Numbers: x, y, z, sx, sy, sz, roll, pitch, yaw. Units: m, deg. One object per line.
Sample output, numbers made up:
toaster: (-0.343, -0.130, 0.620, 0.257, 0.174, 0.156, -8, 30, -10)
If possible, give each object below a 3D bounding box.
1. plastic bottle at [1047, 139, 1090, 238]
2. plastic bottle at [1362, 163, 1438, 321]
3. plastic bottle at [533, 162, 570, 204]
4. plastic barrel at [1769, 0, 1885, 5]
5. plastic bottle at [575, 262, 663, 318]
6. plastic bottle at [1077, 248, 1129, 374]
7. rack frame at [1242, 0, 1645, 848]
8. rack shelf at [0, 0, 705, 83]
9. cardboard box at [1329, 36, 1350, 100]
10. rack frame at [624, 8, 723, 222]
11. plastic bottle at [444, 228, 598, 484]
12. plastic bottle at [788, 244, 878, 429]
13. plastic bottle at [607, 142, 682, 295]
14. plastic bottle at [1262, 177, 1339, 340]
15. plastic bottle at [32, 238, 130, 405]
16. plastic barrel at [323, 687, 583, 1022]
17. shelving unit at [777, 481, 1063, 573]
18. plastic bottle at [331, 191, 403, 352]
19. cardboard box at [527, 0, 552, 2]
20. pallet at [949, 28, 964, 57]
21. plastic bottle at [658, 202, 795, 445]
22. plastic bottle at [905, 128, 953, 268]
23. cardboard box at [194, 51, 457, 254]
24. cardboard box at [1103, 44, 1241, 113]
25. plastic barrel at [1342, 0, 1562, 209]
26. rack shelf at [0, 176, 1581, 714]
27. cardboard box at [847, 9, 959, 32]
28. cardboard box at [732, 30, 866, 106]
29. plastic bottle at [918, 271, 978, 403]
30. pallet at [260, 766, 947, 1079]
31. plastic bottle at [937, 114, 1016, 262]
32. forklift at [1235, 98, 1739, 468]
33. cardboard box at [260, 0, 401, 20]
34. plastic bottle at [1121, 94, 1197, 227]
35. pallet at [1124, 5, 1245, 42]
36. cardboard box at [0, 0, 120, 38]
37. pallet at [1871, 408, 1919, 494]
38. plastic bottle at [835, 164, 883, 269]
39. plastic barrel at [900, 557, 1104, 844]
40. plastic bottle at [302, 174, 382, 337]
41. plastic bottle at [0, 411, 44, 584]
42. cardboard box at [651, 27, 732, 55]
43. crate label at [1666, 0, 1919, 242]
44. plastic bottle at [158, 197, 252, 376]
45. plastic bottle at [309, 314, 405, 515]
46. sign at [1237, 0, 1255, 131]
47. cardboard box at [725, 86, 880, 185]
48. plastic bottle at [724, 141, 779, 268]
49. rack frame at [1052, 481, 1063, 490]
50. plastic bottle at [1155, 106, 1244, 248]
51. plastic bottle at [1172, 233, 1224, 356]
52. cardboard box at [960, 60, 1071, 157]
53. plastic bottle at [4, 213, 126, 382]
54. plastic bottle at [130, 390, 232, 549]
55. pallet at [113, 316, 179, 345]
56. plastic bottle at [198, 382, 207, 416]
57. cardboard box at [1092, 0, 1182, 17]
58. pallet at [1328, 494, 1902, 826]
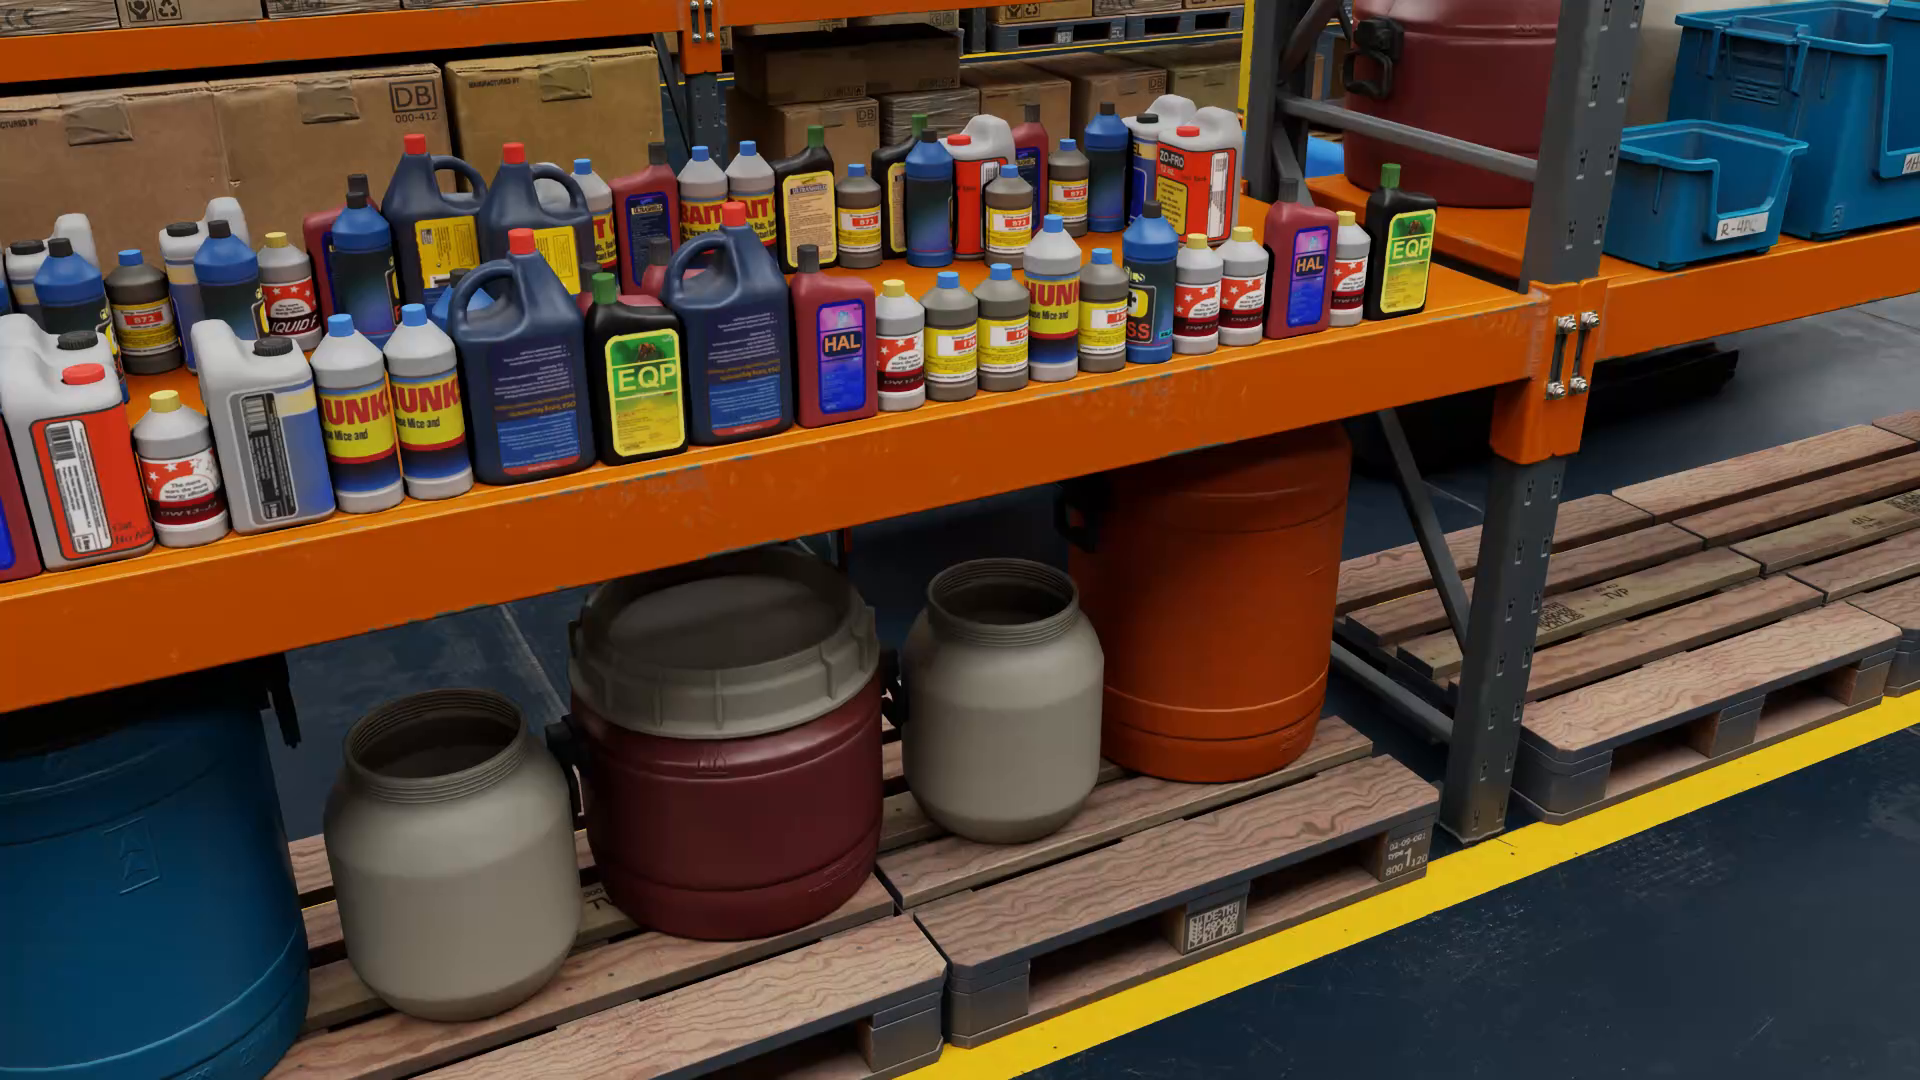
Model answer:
plastic bottle: (0.232, -0.766, 3.610, 0.097, 0.201, 0.097, 0, 26, 0)
plastic bottle: (0.810, -0.555, 3.076, 0.133, 0.283, 0.061, -13, 29, -25)
plastic bottle: (-0.791, -0.550, 3.074, 0.135, 0.276, 0.152, -13, 29, -25)
plastic barrel: (2.145, -1.281, 4.323, 0.421, 0.512, 0.421, 0, 26, 0)
plastic bottle: (-0.508, -0.281, 2.505, 0.133, 0.283, 0.061, -13, 29, -25)
plastic bottle: (0.239, -0.396, 2.838, 0.097, 0.201, 0.097, 0, 26, 0)
rack frame: (0.967, -0.853, 3.562, 0.127, 3.000, 1.000, -13, 29, -25)
rack shelf: (-3.129, -2.013, 6.809, 4.000, 0.370, 1.077, -13, 29, -25)
cardboard box: (2.537, -2.688, 9.786, 0.500, 0.500, 0.500, -14, 29, -27)
rack frame: (-1.364, -2.745, 7.502, 0.127, 3.000, 1.000, -13, 29, -25)
plastic bottle: (-0.639, -0.272, 2.407, 0.185, 0.351, 0.144, -13, 29, -25)
plastic bottle: (-0.198, -0.323, 2.591, 0.133, 0.283, 0.061, -13, 29, -25)
plastic bottle: (-0.608, -0.618, 3.207, 0.133, 0.283, 0.061, -13, 29, -25)
plastic bottle: (0.607, -0.508, 2.978, 0.133, 0.283, 0.061, -13, 29, -25)
plastic bottle: (-1.406, -0.345, 2.652, 0.097, 0.271, 0.097, 0, 26, 0)
plastic barrel: (-0.910, 0.564, 2.999, 0.421, 0.512, 0.421, 0, 26, 0)
shelving unit: (-0.006, -0.506, 5.004, 1.048, 1.125, 0.538, -13, 29, -25)
plastic bottle: (-1.041, -0.474, 2.921, 0.097, 0.271, 0.097, 0, 26, 0)
cardboard box: (-1.683, -2.595, 7.073, 0.500, 0.500, 0.500, -12, 28, -24)
pallet: (-0.725, -4.031, 13.403, 1.213, 0.211, 1.003, -13, 29, -25)
plastic bottle: (-0.358, -0.337, 2.542, 0.185, 0.351, 0.144, -13, 29, -25)
plastic bottle: (-0.062, -0.700, 3.391, 0.097, 0.271, 0.097, 0, 26, 0)
cardboard box: (-2.773, -1.665, 7.222, 0.875, 0.875, 1.225, -13, 29, -25)
cardboard box: (1.184, -2.424, 9.213, 0.500, 0.500, 0.700, -13, 29, -25)
plastic barrel: (1.233, -1.125, 3.970, 0.708, 0.536, 0.600, -13, 29, -25)
rack shelf: (-0.798, -0.122, 2.869, 4.000, 0.370, 1.077, -13, 29, -25)
cardboard box: (-0.585, -4.489, 13.248, 0.750, 0.750, 1.050, -13, 29, -25)
cardboard box: (-0.787, -2.302, 8.093, 0.500, 0.250, 0.500, -12, 28, -23)
plastic bottle: (-0.019, -0.336, 2.714, 0.097, 0.201, 0.097, 0, 26, 0)
pallet: (-0.785, 0.827, 3.284, 1.213, 0.211, 1.003, -13, 29, -25)
plastic bottle: (0.024, -0.739, 3.466, 0.135, 0.276, 0.152, -13, 29, -25)
forklift: (2.415, -2.036, 6.105, 3.031, 2.935, 1.130, -15, 30, -29)
cardboard box: (-2.582, -2.389, 6.644, 0.500, 0.500, 0.500, -14, 29, -27)
plastic bottle: (0.433, -0.833, 3.662, 0.135, 0.276, 0.152, -13, 29, -25)
pallet: (1.706, -4.593, 14.572, 1.213, 0.211, 1.003, -13, 29, -25)
cardboard box: (-3.485, -2.178, 6.205, 0.500, 0.500, 0.500, -14, 29, -26)
pallet: (3.821, -0.236, 5.498, 1.213, 0.211, 1.003, -13, 29, -25)
plastic bottle: (-0.209, -0.665, 3.398, 0.097, 0.201, 0.097, 0, 26, 0)
plastic barrel: (0.087, 0.334, 3.478, 0.421, 0.512, 0.421, 0, 26, 0)
plastic bottle: (-1.094, -0.506, 2.973, 0.133, 0.283, 0.061, -13, 29, -25)
plastic bottle: (-1.255, -0.079, 2.083, 0.133, 0.283, 0.061, -13, 29, -25)
cardboard box: (-2.259, -4.104, 12.446, 0.750, 0.750, 1.050, -13, 28, -24)
crate label: (1.970, -0.968, 3.760, 0.616, 0.435, 0.502, -13, 29, -25)
plastic bottle: (-1.277, -0.438, 2.841, 0.135, 0.276, 0.152, -13, 29, -25)
plastic bottle: (-0.838, -0.178, 2.305, 0.097, 0.271, 0.097, 0, 26, 0)
sign: (0.701, -1.136, 3.961, 0.005, 0.325, 0.100, -13, 29, -25)
cardboard box: (-0.782, -1.961, 8.247, 0.500, 0.500, 0.700, -15, 29, -28)
plastic bottle: (-0.412, -0.649, 3.285, 0.097, 0.271, 0.097, 0, 26, 0)
rack frame: (0.443, -0.609, 5.219, 0.032, 1.125, 0.500, -13, 29, -25)
plastic bottle: (0.504, -0.775, 3.541, 0.135, 0.276, 0.152, -13, 29, -25)
plastic bottle: (0.410, -0.435, 2.920, 0.097, 0.201, 0.097, 0, 26, 0)
cardboard box: (0.198, -2.196, 8.739, 0.500, 0.500, 0.700, -11, 28, -21)
plastic bottle: (-1.481, -0.391, 2.742, 0.135, 0.276, 0.152, -13, 29, -25)
plastic bottle: (-1.043, -0.100, 2.221, 0.097, 0.201, 0.097, 0, 26, 0)
pallet: (-3.170, -1.109, 7.317, 1.213, 0.211, 1.003, -13, 29, -25)
plastic bottle: (-1.029, -0.178, 2.384, 0.097, 0.201, 0.097, 0, 26, 0)
cardboard box: (1.302, -4.992, 14.152, 0.875, 0.875, 0.875, -13, 28, -25)
pallet: (1.668, 0.261, 4.463, 1.213, 0.211, 1.003, -13, 29, -25)
